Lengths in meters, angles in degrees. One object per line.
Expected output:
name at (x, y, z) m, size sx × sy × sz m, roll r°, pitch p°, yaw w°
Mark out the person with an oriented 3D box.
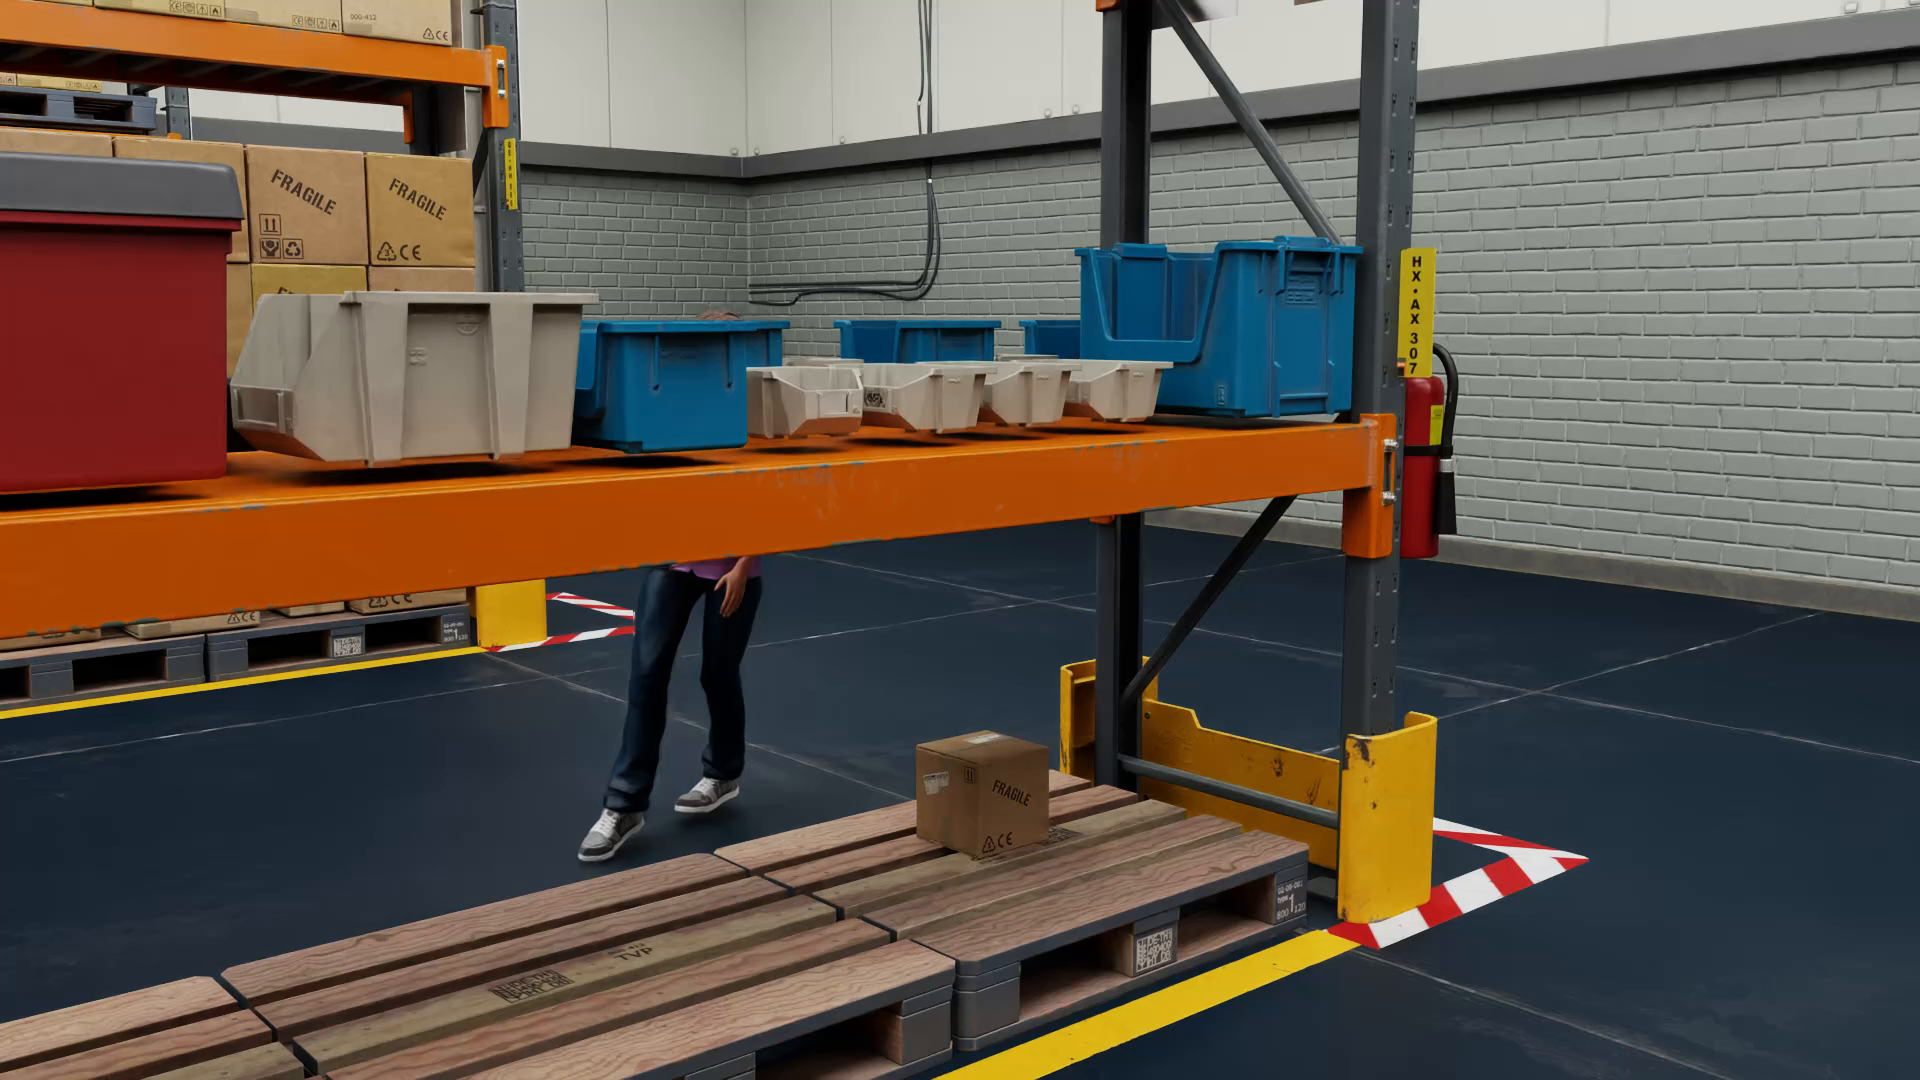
person at (-0.805, 0.109, 4.988) m, size 0.510 × 1.577 × 0.709 m, roll 1°, pitch 8°, yaw 10°
